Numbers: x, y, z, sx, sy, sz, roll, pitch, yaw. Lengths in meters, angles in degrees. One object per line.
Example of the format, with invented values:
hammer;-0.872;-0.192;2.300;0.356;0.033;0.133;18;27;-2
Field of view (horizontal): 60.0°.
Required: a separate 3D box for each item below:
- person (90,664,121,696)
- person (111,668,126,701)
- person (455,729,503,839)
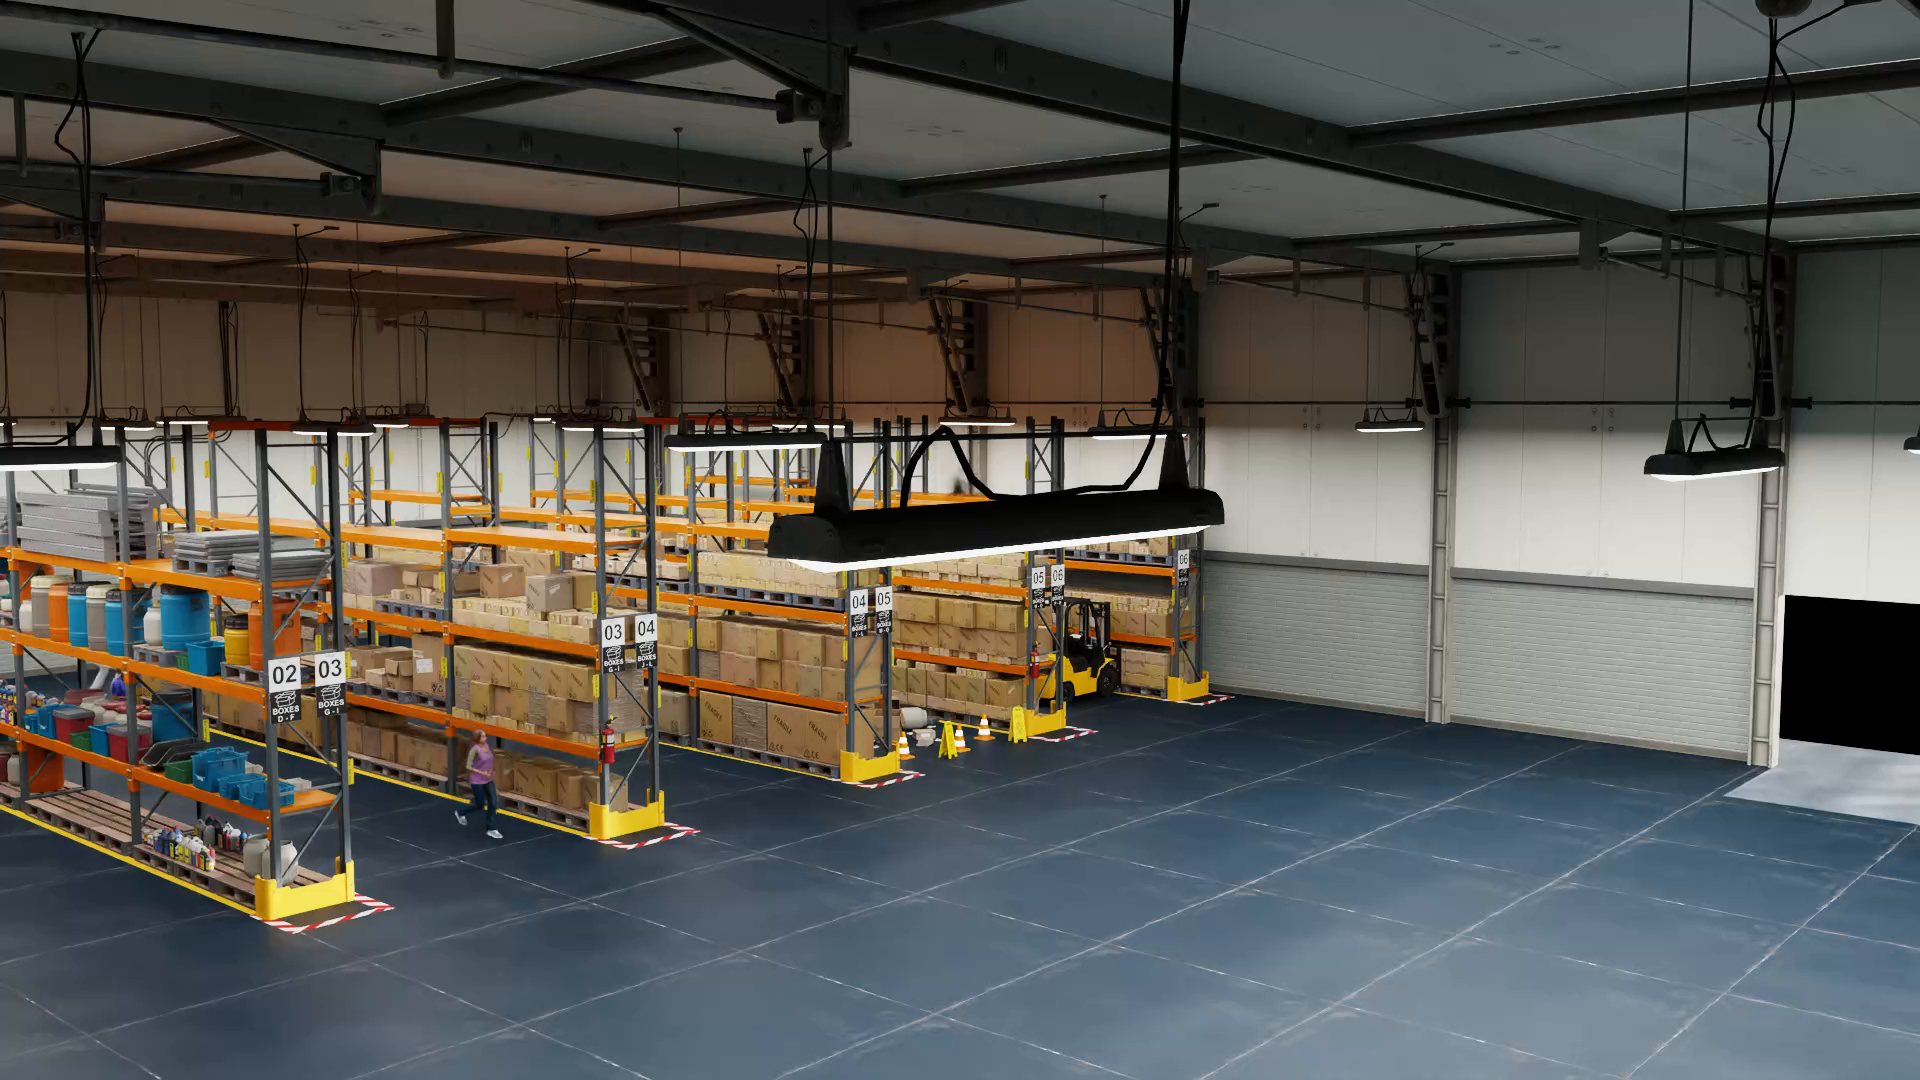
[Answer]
person;-18.163;2.518;35.452;0.847;1.857;0.665;-4;6;-40
person;-14.902;3.049;29.714;0.765;1.695;0.523;3;5;30
person;-7.007;3.536;24.234;0.812;1.596;0.538;2;5;24
